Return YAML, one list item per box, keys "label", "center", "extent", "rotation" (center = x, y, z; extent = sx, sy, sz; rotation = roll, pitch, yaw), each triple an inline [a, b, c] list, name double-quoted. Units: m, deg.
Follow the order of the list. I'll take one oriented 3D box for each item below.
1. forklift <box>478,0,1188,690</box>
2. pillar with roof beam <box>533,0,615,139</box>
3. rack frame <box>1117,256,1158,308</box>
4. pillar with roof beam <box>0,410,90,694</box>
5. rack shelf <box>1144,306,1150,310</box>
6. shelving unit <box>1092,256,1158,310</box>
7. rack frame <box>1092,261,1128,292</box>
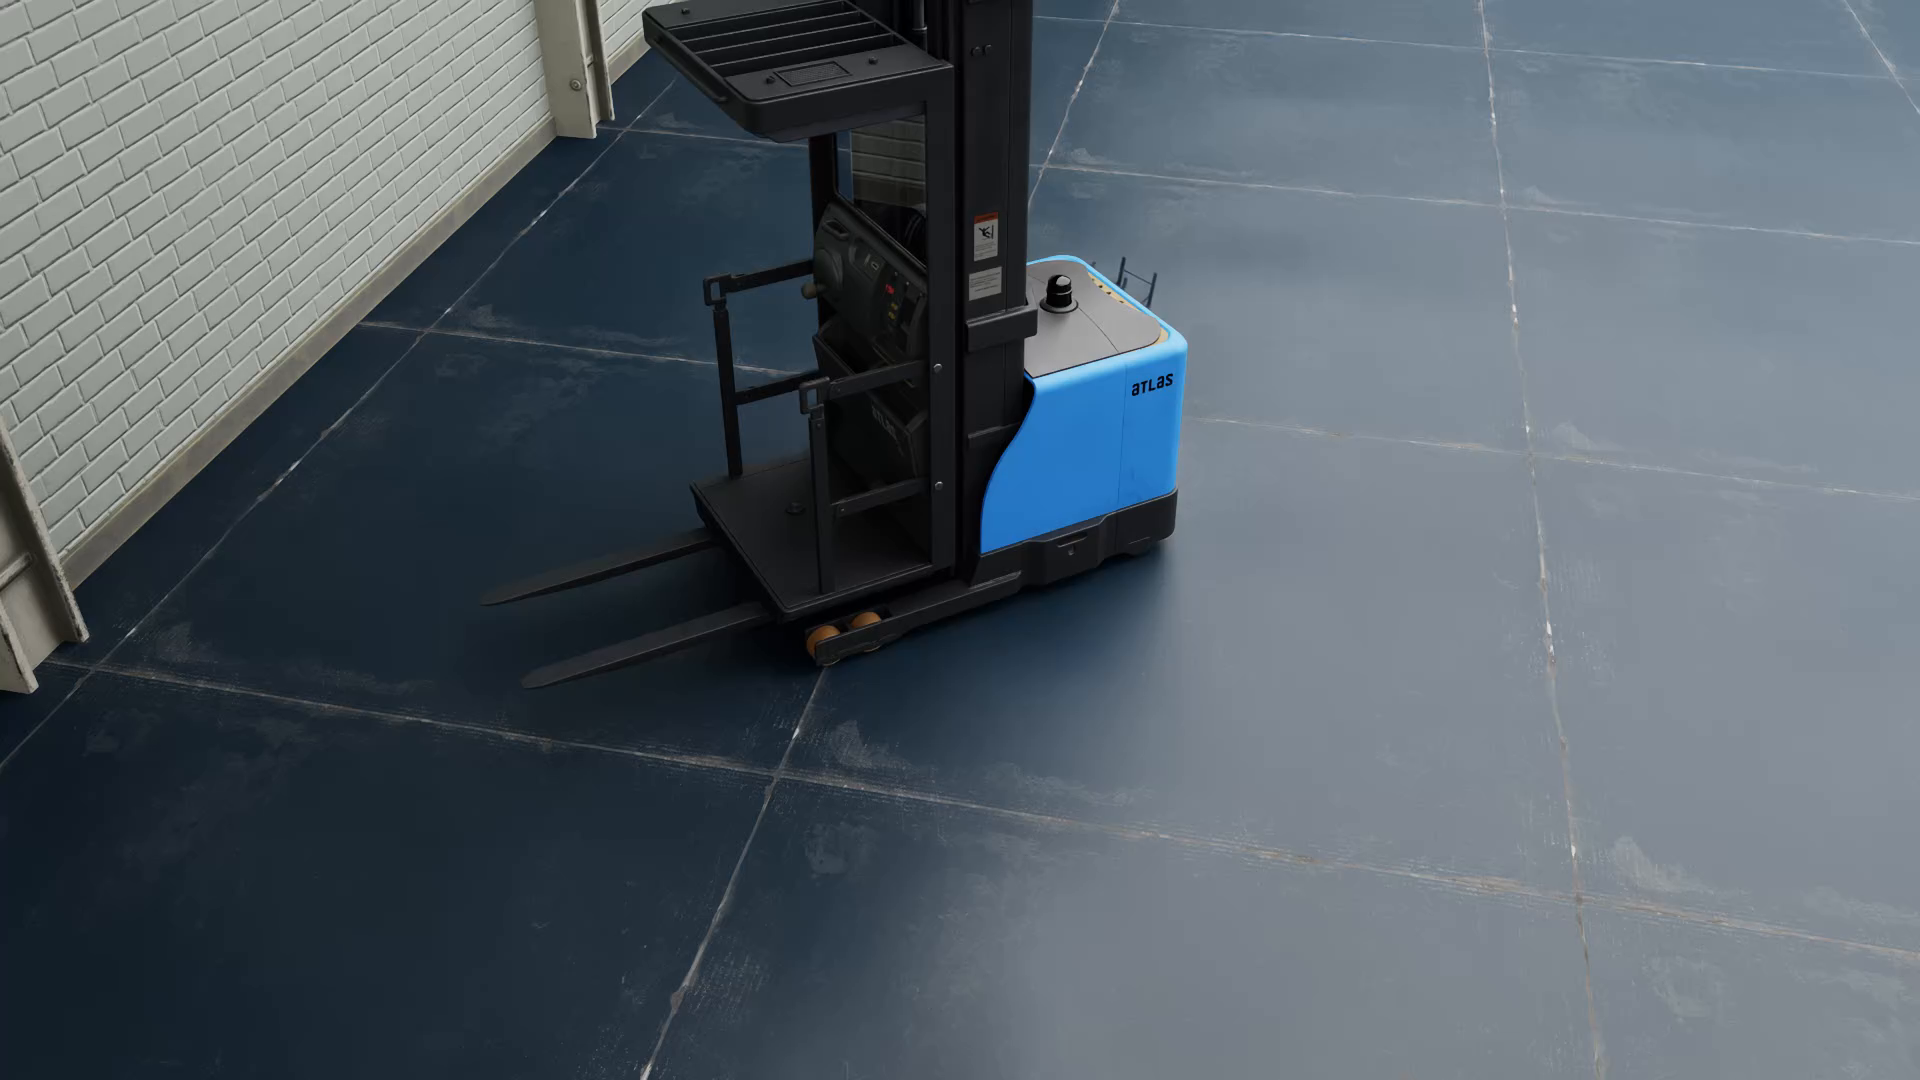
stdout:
- label: "forklift"
  center: [-0.550, -1.013, 6.650]
  extent: [3.031, 2.935, 1.130]
  rotation: [-18, 39, -23]
- label: "pillar with roof beam"
  center: [1.538, -6.040, 8.416]
  extent: [9.100, 9.000, 0.400]
  rotation: [7, 37, 10]
- label: "rack frame"
  center: [0.810, -0.950, 8.305]
  extent: [0.006, 0.900, 0.240]
  rotation: [-15, 37, -38]
- label: "pillar with roof beam"
  center: [0.256, -2.601, 3.670]
  extent: [9.100, 9.000, 0.400]
  rotation: [7, 37, 10]
- label: "rack shelf"
  center: [0.767, -1.133, 8.130]
  extent: [0.200, 0.077, 0.258]
  rotation: [-15, 37, -38]
- label: "shelving unit"
  center: [0.732, -0.928, 8.243]
  extent: [0.210, 0.900, 0.258]
  rotation: [-15, 37, -38]
- label: "rack frame"
  center: [0.655, -0.907, 8.181]
  extent: [0.006, 0.900, 0.240]
  rotation: [-15, 37, -38]
